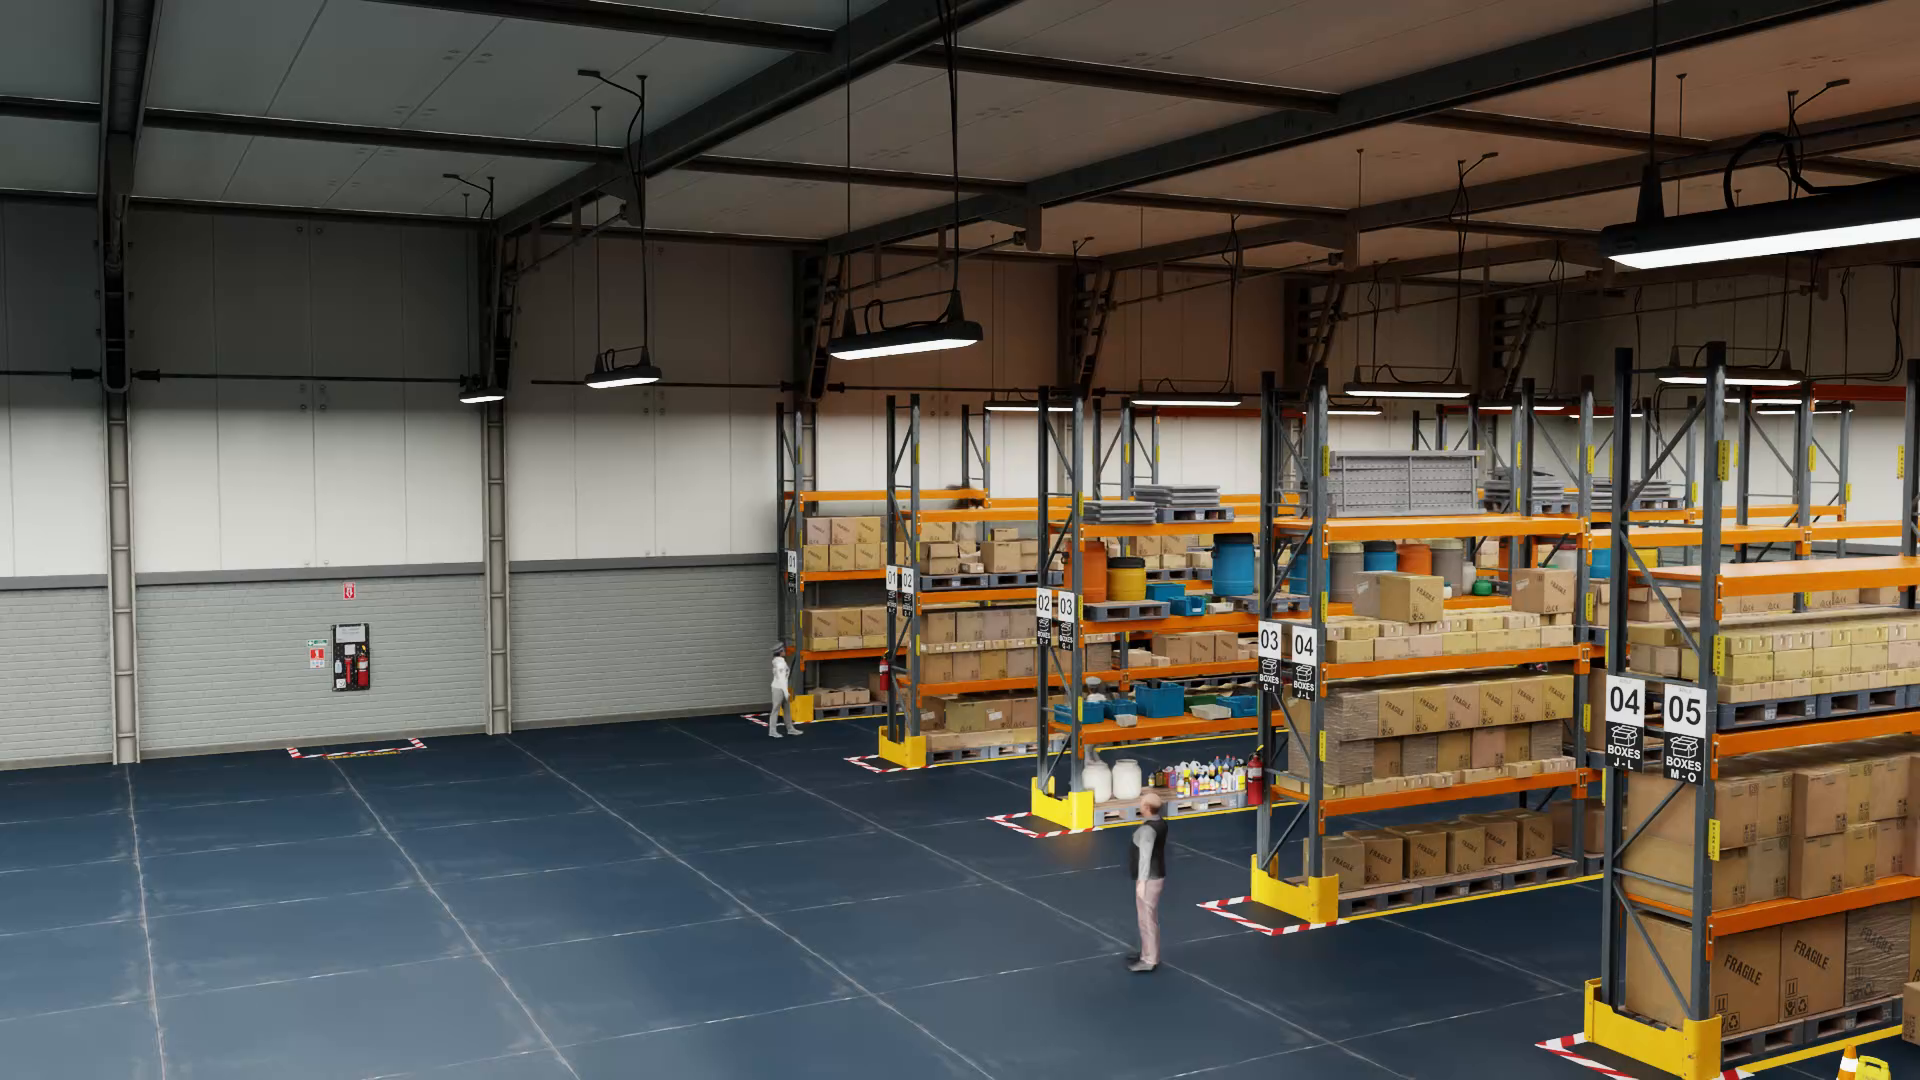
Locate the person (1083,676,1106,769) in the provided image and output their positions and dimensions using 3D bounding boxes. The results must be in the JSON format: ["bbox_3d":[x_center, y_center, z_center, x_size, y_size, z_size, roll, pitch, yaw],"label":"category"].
[{"bbox_3d":[1.984,2.909,25.243,0.449,1.695,0.566,2,4,30],"label":"person"}]

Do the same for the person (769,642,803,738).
[{"bbox_3d":[-3.107,2.657,29.551,0.584,1.684,0.541,0,3,3],"label":"person"}]

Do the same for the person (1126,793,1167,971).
[{"bbox_3d":[1.843,3.366,16.466,0.403,1.722,0.581,1,3,10],"label":"person"}]
